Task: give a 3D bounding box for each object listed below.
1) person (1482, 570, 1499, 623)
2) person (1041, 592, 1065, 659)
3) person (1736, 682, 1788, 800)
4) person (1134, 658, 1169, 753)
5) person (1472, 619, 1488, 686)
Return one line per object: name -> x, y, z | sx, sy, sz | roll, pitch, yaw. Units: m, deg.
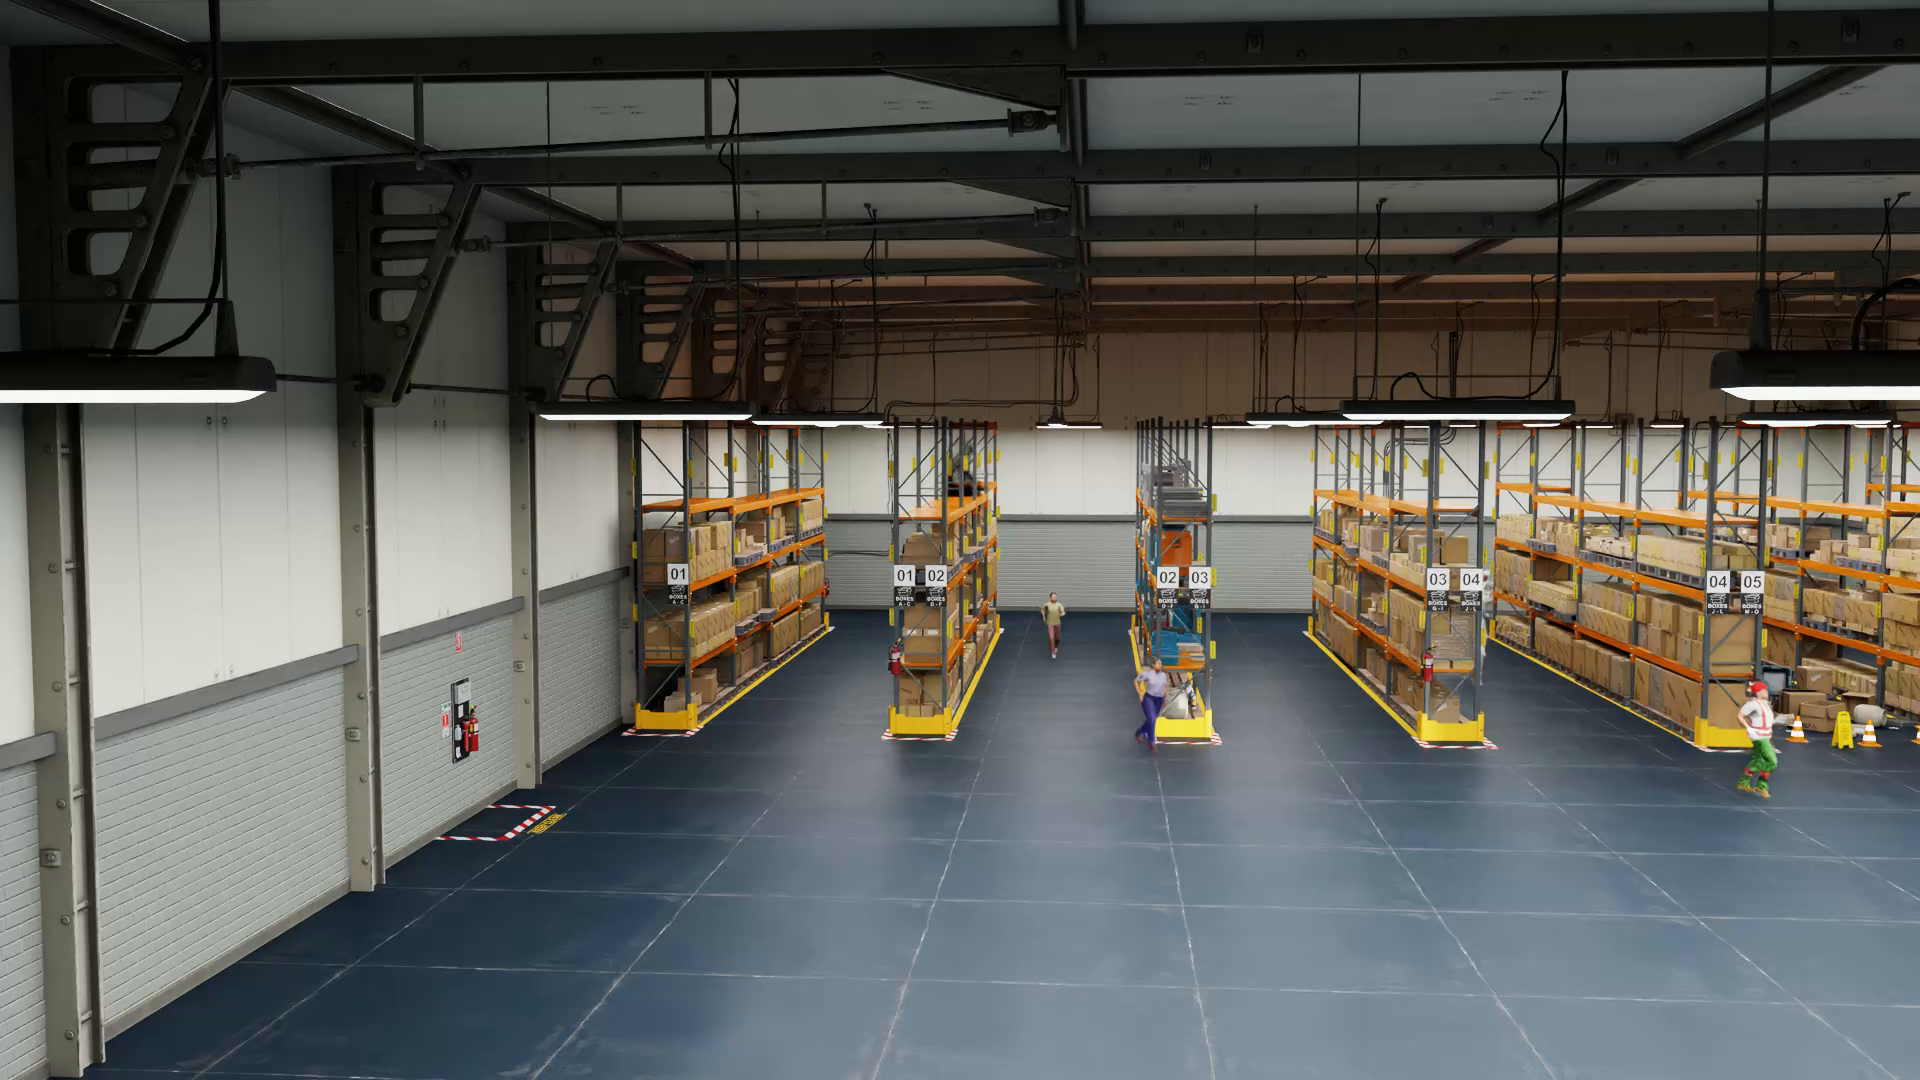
person -> 14.964, 1.761, 47.302 | 0.860, 1.790, 0.737 | 0, 4, -4
person -> 2.366, 2.141, 42.063 | 0.586, 1.645, 0.918 | 0, 4, -4
person -> 12.530, 3.138, 26.000 | 0.709, 1.835, 0.634 | 3, 5, 41
person -> 3.490, 2.961, 30.046 | 0.626, 1.672, 0.850 | -2, 4, -31
person -> 11.633, 2.398, 37.588 | 0.710, 1.750, 0.888 | 0, 4, -5
